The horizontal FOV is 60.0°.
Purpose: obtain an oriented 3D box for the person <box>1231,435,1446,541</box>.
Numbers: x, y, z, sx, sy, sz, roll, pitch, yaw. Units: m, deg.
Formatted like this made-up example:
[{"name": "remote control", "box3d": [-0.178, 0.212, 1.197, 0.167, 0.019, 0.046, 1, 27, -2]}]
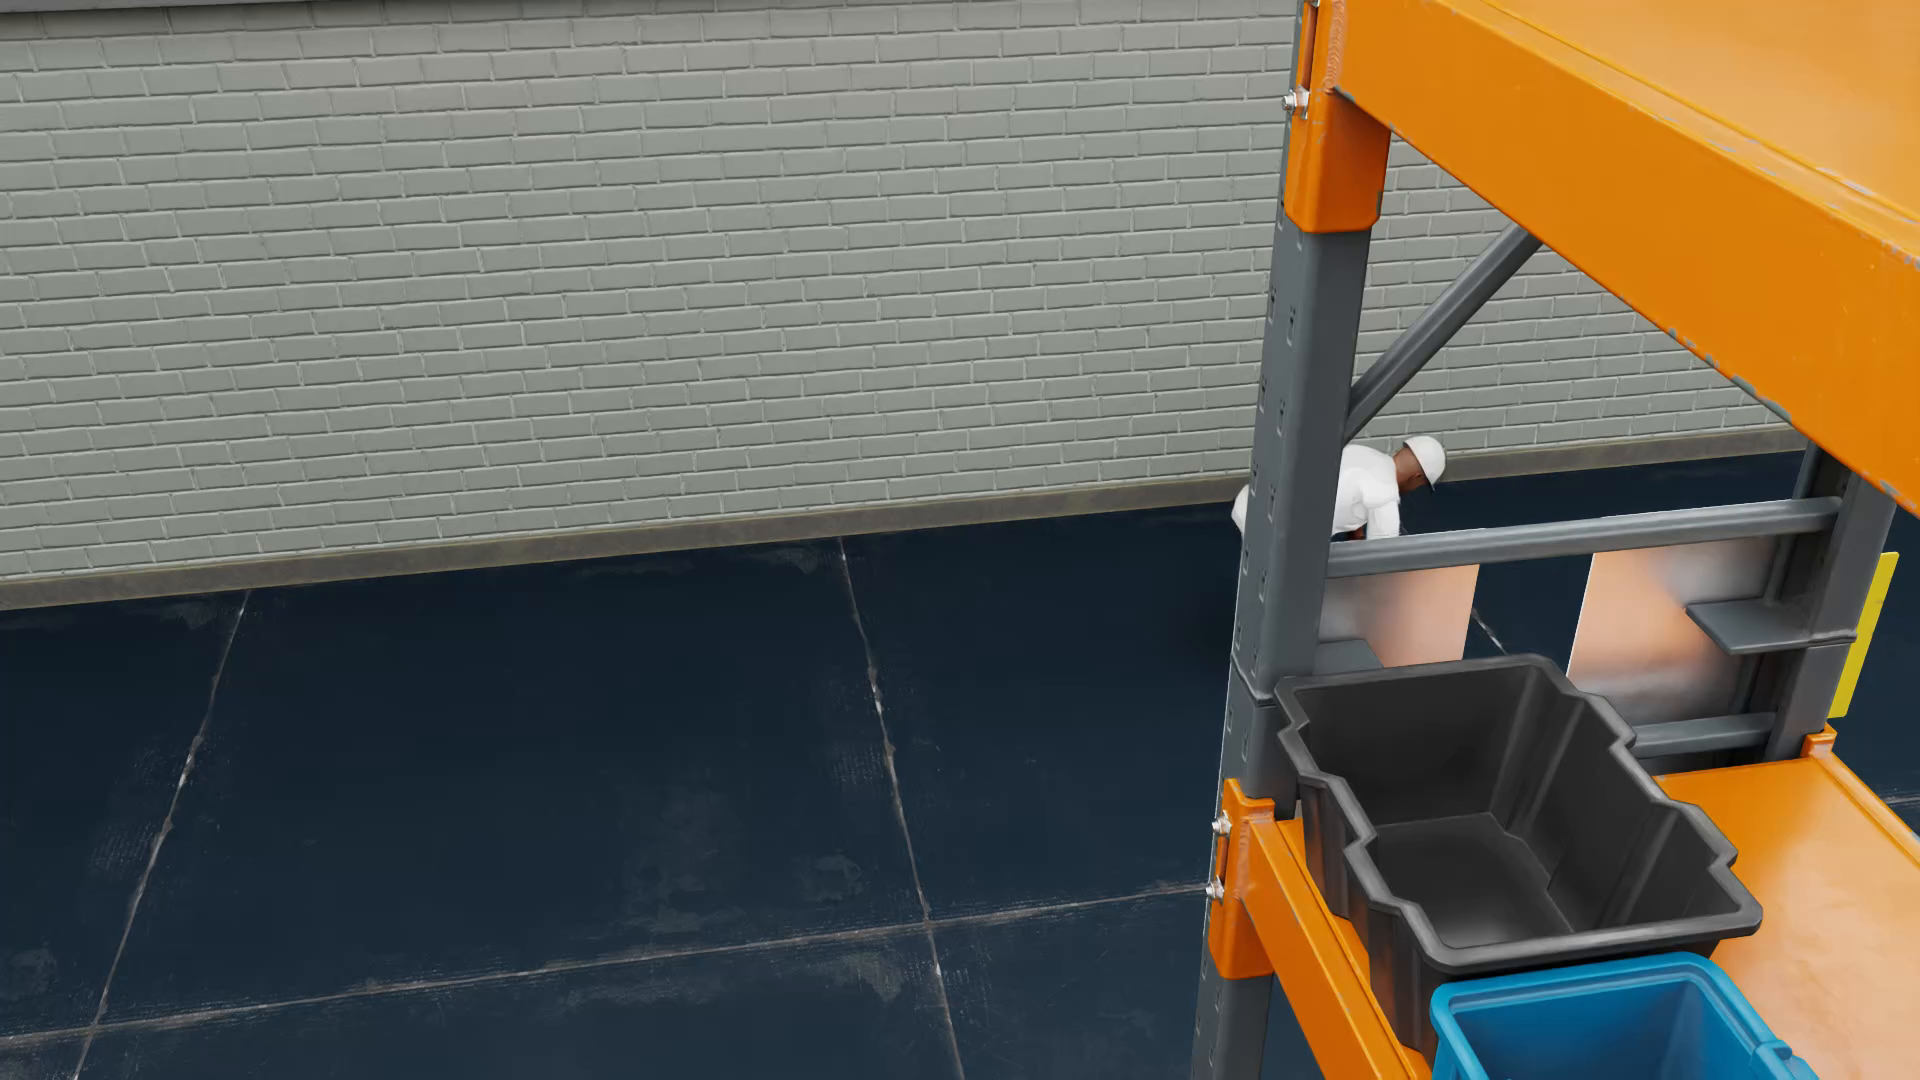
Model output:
[{"name": "person", "box3d": [1.701, 0.080, 7.583, 0.959, 1.144, 0.504, -7, 31, -11]}]
